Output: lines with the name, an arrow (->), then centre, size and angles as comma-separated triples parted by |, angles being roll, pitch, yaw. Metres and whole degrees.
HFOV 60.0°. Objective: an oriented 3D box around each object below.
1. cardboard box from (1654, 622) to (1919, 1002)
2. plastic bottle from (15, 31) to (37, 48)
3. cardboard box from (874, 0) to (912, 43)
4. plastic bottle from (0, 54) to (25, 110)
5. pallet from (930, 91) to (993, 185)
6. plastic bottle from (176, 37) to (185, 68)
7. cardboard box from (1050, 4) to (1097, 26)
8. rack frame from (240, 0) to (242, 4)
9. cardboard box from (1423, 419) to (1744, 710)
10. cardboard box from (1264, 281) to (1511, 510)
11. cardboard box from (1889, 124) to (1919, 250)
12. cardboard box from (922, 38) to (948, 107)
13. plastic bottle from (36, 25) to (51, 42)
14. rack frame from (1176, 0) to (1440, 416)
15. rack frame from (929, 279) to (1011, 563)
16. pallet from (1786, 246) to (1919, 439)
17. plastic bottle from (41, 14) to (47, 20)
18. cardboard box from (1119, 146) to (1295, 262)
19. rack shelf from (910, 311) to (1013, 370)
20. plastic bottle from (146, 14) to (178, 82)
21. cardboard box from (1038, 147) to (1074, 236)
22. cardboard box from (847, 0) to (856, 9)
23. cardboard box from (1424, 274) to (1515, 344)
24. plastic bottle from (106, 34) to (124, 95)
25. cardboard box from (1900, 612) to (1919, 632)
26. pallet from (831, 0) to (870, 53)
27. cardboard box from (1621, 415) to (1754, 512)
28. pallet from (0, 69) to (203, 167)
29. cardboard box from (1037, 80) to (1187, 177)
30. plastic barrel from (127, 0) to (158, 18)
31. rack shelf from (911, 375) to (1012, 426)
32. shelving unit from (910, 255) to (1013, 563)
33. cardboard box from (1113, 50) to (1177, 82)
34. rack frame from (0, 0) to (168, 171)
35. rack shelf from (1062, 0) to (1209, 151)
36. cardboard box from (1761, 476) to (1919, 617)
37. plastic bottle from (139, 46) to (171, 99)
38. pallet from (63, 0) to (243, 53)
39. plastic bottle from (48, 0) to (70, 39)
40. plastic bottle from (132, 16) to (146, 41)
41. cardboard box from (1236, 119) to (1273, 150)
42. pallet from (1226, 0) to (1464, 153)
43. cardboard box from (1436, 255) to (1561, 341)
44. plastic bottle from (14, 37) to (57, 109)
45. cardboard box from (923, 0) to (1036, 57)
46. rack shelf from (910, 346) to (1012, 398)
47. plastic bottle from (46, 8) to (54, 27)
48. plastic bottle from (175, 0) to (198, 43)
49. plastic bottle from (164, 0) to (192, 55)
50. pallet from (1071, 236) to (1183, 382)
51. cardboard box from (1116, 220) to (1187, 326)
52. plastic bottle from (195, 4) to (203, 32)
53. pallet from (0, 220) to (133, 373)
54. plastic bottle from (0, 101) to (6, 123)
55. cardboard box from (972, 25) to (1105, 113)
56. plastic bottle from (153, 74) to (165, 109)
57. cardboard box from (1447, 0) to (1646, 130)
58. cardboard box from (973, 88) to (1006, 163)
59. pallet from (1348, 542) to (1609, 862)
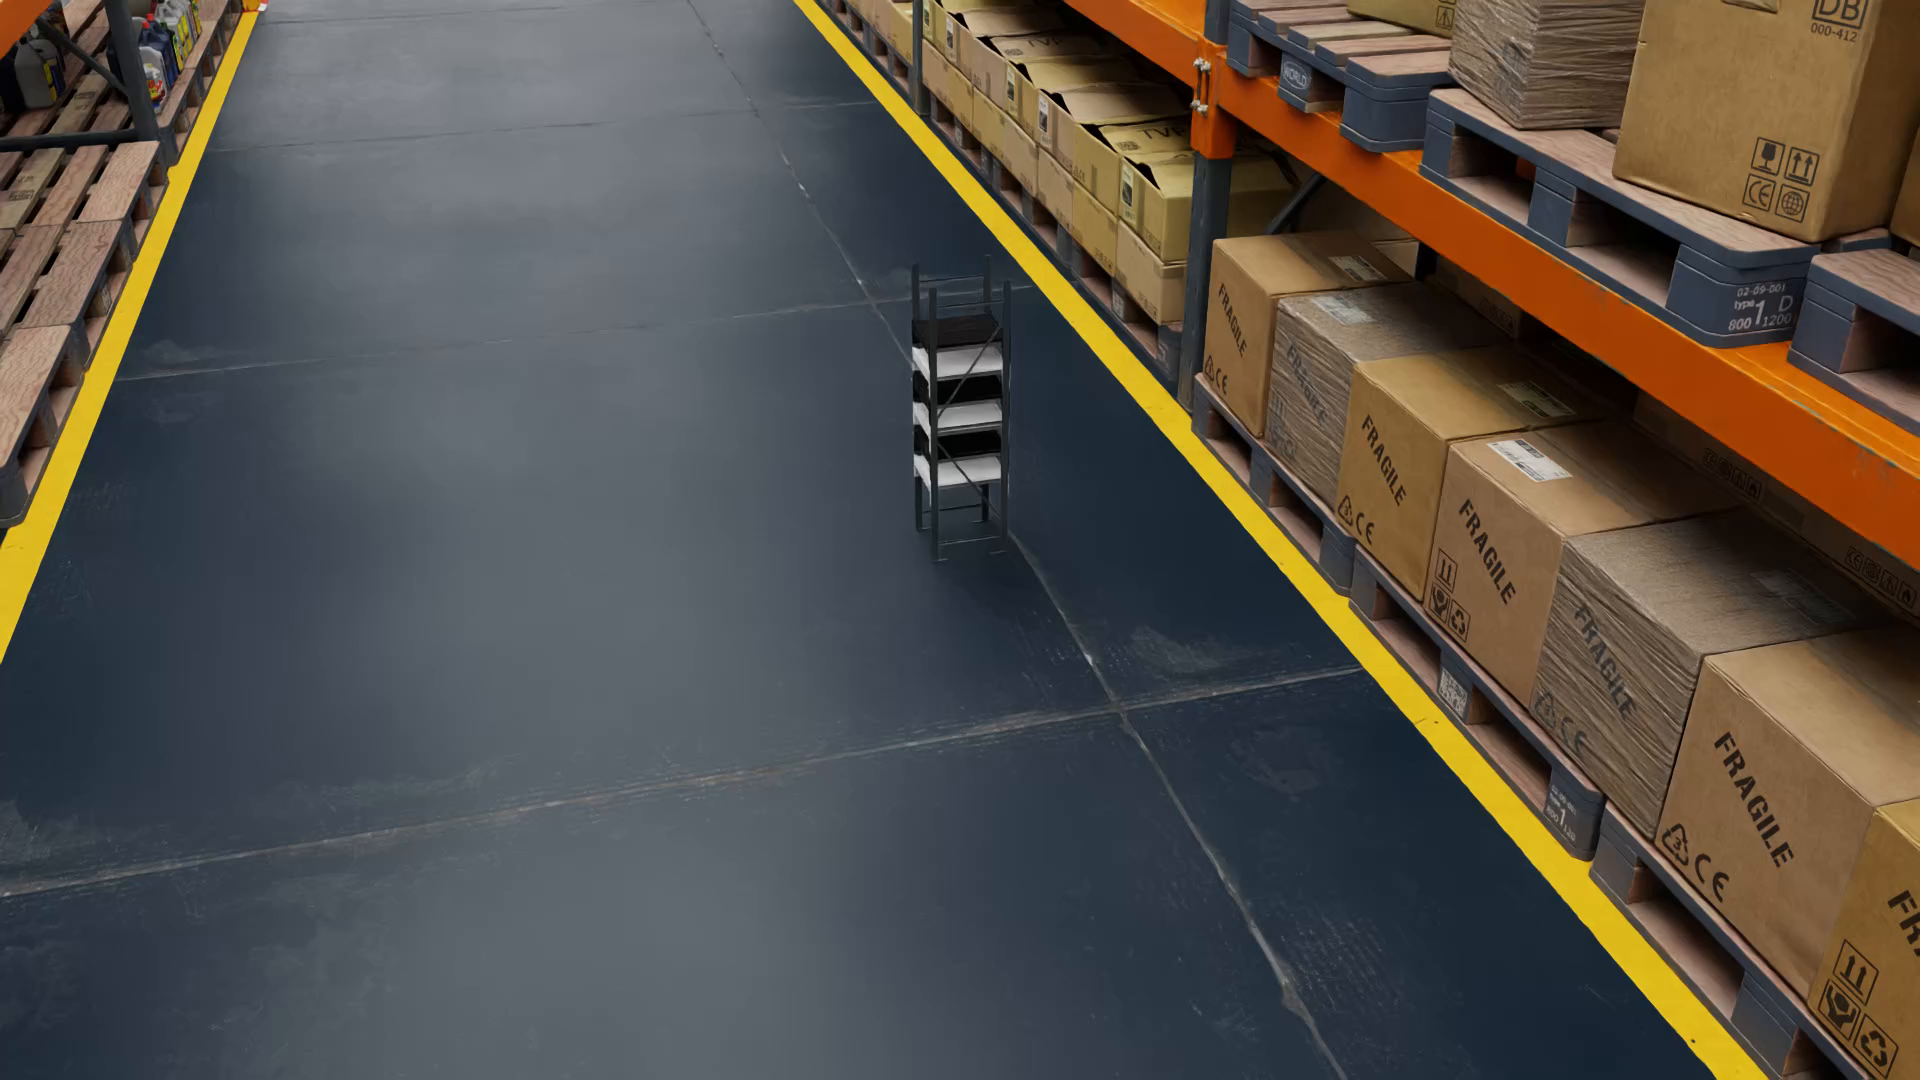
cardboard box -> 1.828, 0.539, 3.380 | 0.500, 0.500, 0.500 | -8, 31, -13
plastic bottle -> -5.127, -2.684, 9.098 | 0.144, 0.351, 0.185 | -8, 31, -14
cardboard box -> -0.222, -3.205, 10.119 | 0.500, 0.250, 0.500 | -8, 31, -13
plastic bottle -> -4.991, -2.436, 8.669 | 0.144, 0.351, 0.185 | -9, 31, -15
pallet -> 0.468, -2.218, 8.872 | 1.003, 0.211, 1.213 | -8, 31, -13
plastic bottle -> -4.459, -2.774, 9.403 | 0.097, 0.201, 0.097 | 0, 30, 0
cardboard box -> 0.763, -2.602, 8.517 | 0.500, 0.311, 0.500 | -7, 31, -12
rack frame -> -5.603, -5.051, 10.982 | 1.000, 3.000, 0.127 | -8, 31, -13
cardboard box -> 1.558, 0.052, 4.222 | 0.500, 0.500, 0.500 | -9, 31, -15
cardboard box -> 1.286, -0.442, 5.076 | 0.500, 0.500, 0.500 | -9, 31, -15
cardboard box -> 2.205, -0.719, 2.979 | 0.700, 0.500, 0.500 | -3, 30, -5
cardboard box -> 0.103, -2.540, 8.969 | 0.500, 0.250, 0.500 | -9, 31, -14
plastic bottle -> -5.035, -2.681, 9.160 | 0.061, 0.283, 0.133 | -8, 31, -13
rack frame -> 1.297, -1.844, 5.441 | 1.000, 3.000, 0.127 | -8, 31, -13
rack frame -> 0.029, -0.336, 4.933 | 0.240, 0.900, 0.006 | -8, 31, -13
pallet -> 2.251, -0.229, 2.844 | 1.003, 0.211, 1.213 | -8, 31, -13
plastic bottle -> -5.305, -2.930, 9.601 | 0.097, 0.271, 0.097 | 0, 30, 0
cardboard box -> 0.920, -1.299, 6.265 | 0.500, 0.311, 0.500 | -7, 31, -12
rack shelf -> 0.002, -0.590, 4.899 | 0.258, 0.077, 0.200 | -8, 31, -13
plastic bottle -> -4.406, -2.699, 9.124 | 0.144, 0.351, 0.185 | -9, 31, -15
cardboard box -> 0.651, -1.549, 7.258 | 0.500, 0.250, 0.500 | -7, 31, -12
cardboard box -> -0.502, -3.686, 10.950 | 0.500, 0.250, 0.500 | -8, 31, -13
cardboard box -> 1.771, -0.532, 5.231 | 0.500, 0.500, 0.500 | -7, 31, -11
plastic bottle -> -4.495, -2.589, 8.933 | 0.144, 0.351, 0.185 | -8, 31, -13
cardboard box -> 2.313, 0.457, 3.522 | 0.500, 0.500, 0.500 | -7, 31, -13
pallet -> -0.263, -3.549, 11.171 | 1.003, 0.211, 1.213 | -8, 31, -13
cardboard box -> 2.054, -0.029, 4.362 | 0.500, 0.500, 0.500 | -9, 31, -15
pallet -> -4.680, -2.242, 8.913 | 1.003, 0.211, 1.213 | -8, 31, -13
cardboard box -> 0.645, -1.793, 7.119 | 0.500, 0.311, 0.500 | -8, 31, -14
plastic barrel -> -5.222, -3.606, 10.550 | 0.421, 0.512, 0.421 | 0, 30, 0
rack shelf -> 0.002, -0.435, 4.989 | 0.258, 0.077, 0.200 | -8, 31, -13
shelving unit -> 0.002, -0.386, 5.018 | 0.258, 0.900, 0.210 | -8, 31, -13
cardboard box -> 1.023, -2.118, 7.680 | 0.500, 0.311, 0.500 | -8, 31, -14
rack frame -> -4.542, -3.119, 7.644 | 1.000, 3.000, 0.127 | -8, 31, -13
rack shelf -> 0.766, -2.498, 7.290 | 1.077, 0.370, 4.000 | -8, 31, -13
cardboard box -> 2.199, -0.094, 3.726 | 0.500, 0.250, 0.500 | -8, 31, -13
plastic bottle -> -4.316, -2.495, 8.846 | 0.152, 0.276, 0.135 | -7, 31, -11
pallet -> -5.327, -3.421, 10.949 | 1.003, 0.211, 1.213 | -8, 31, -13
plastic bottle -> -5.423, -3.143, 9.971 | 0.097, 0.271, 0.097 | 0, 30, 0
plastic bottle -> -4.655, -2.840, 9.442 | 0.152, 0.276, 0.135 | -8, 31, -13
cardboard box -> 1.293, -1.623, 6.825 | 0.500, 0.311, 0.500 | -9, 31, -15
pallet -> 1.544, -1.443, 4.940 | 1.213, 0.211, 1.003 | -8, 31, -13
cardboard box -> 1.790, -0.830, 4.997 | 0.500, 0.250, 0.500 | -7, 31, -11
plastic bottle -> -4.852, -2.455, 8.702 | 0.144, 0.351, 0.185 | -8, 31, -13
cardboard box -> 0.104, -2.777, 8.820 | 0.500, 0.311, 0.500 | -8, 31, -13
rack shelf -> 0.002, -0.512, 4.944 | 0.258, 0.077, 0.200 | -8, 31, -13
plastic bottle -> -5.380, -3.037, 9.775 | 0.061, 0.283, 0.133 | -7, 31, -12
plastic bottle -> -4.653, -3.108, 9.906 | 0.152, 0.276, 0.135 | -8, 31, -13
plastic bottle -> -4.568, -2.994, 9.634 | 0.144, 0.351, 0.185 | -7, 31, -11
pallet -> 1.116, -1.040, 6.836 | 1.003, 0.211, 1.213 | -8, 31, -13
cardboard box -> 0.922, -1.057, 6.408 | 0.500, 0.250, 0.500 | -7, 31, -12
plastic bottle -> -4.693, -3.201, 10.141 | 0.097, 0.201, 0.097 | 0, 30, 0
pallet -> -3.968, -0.948, 6.677 | 1.003, 0.211, 1.213 | -8, 31, -13
plastic bottle -> -4.938, -2.232, 8.466 | 0.097, 0.201, 0.097 | 0, 30, 0
cardboard box -> 0.371, -2.285, 7.970 | 0.500, 0.311, 0.500 | -9, 31, -15
plastic bottle -> -4.231, -2.360, 8.686 | 0.097, 0.201, 0.097 | 0, 30, 0
cardboard box -> 1.631, -1.313, 4.004 | 0.700, 0.500, 0.500 | -2, 30, -4
cardboard box -> 0.378, -2.043, 8.111 | 0.500, 0.250, 0.500 | -9, 31, -15
pallet -> 1.779, 0.317, 4.492 | 1.003, 0.211, 1.213 | -8, 31, -13
